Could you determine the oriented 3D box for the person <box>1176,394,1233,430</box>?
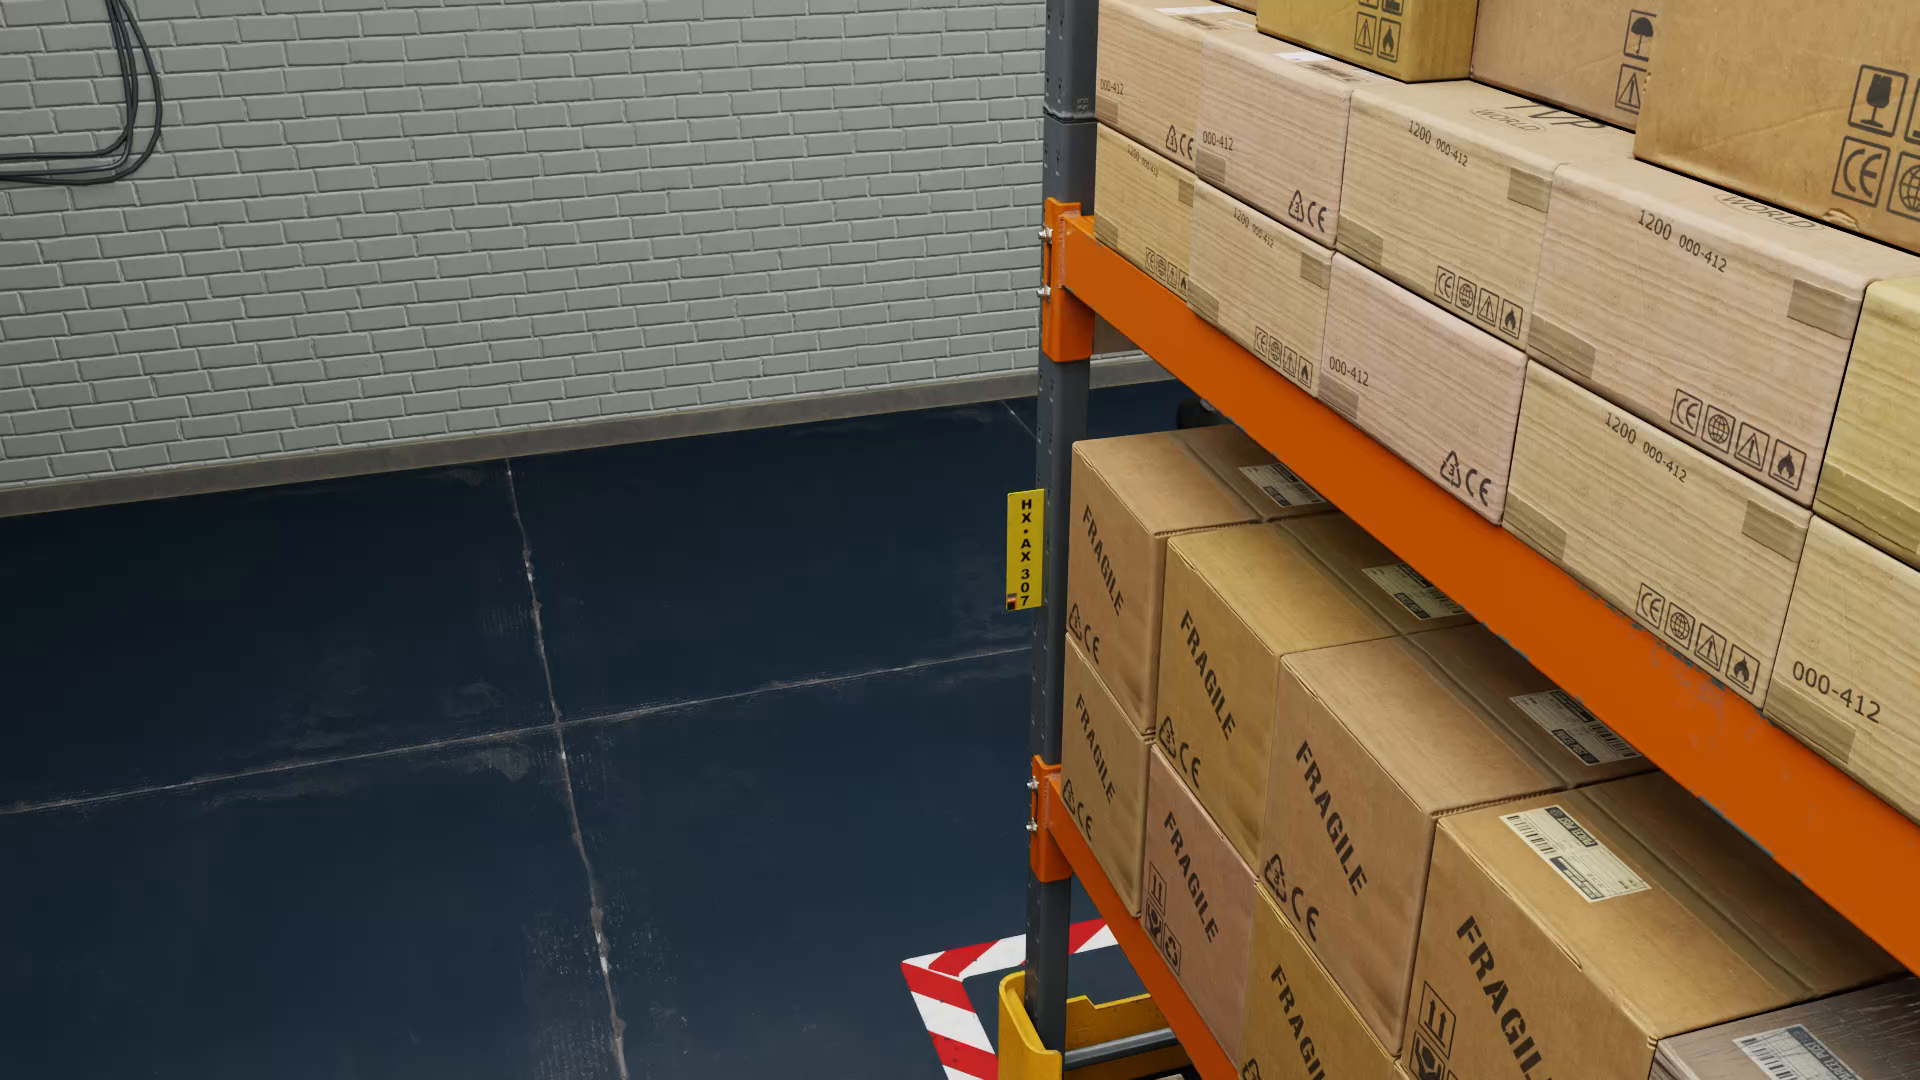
[{"bbox_3d":[1.046,0.027,6.608,0.359,1.724,0.533,-8,27,-15],"label":"person"}]
